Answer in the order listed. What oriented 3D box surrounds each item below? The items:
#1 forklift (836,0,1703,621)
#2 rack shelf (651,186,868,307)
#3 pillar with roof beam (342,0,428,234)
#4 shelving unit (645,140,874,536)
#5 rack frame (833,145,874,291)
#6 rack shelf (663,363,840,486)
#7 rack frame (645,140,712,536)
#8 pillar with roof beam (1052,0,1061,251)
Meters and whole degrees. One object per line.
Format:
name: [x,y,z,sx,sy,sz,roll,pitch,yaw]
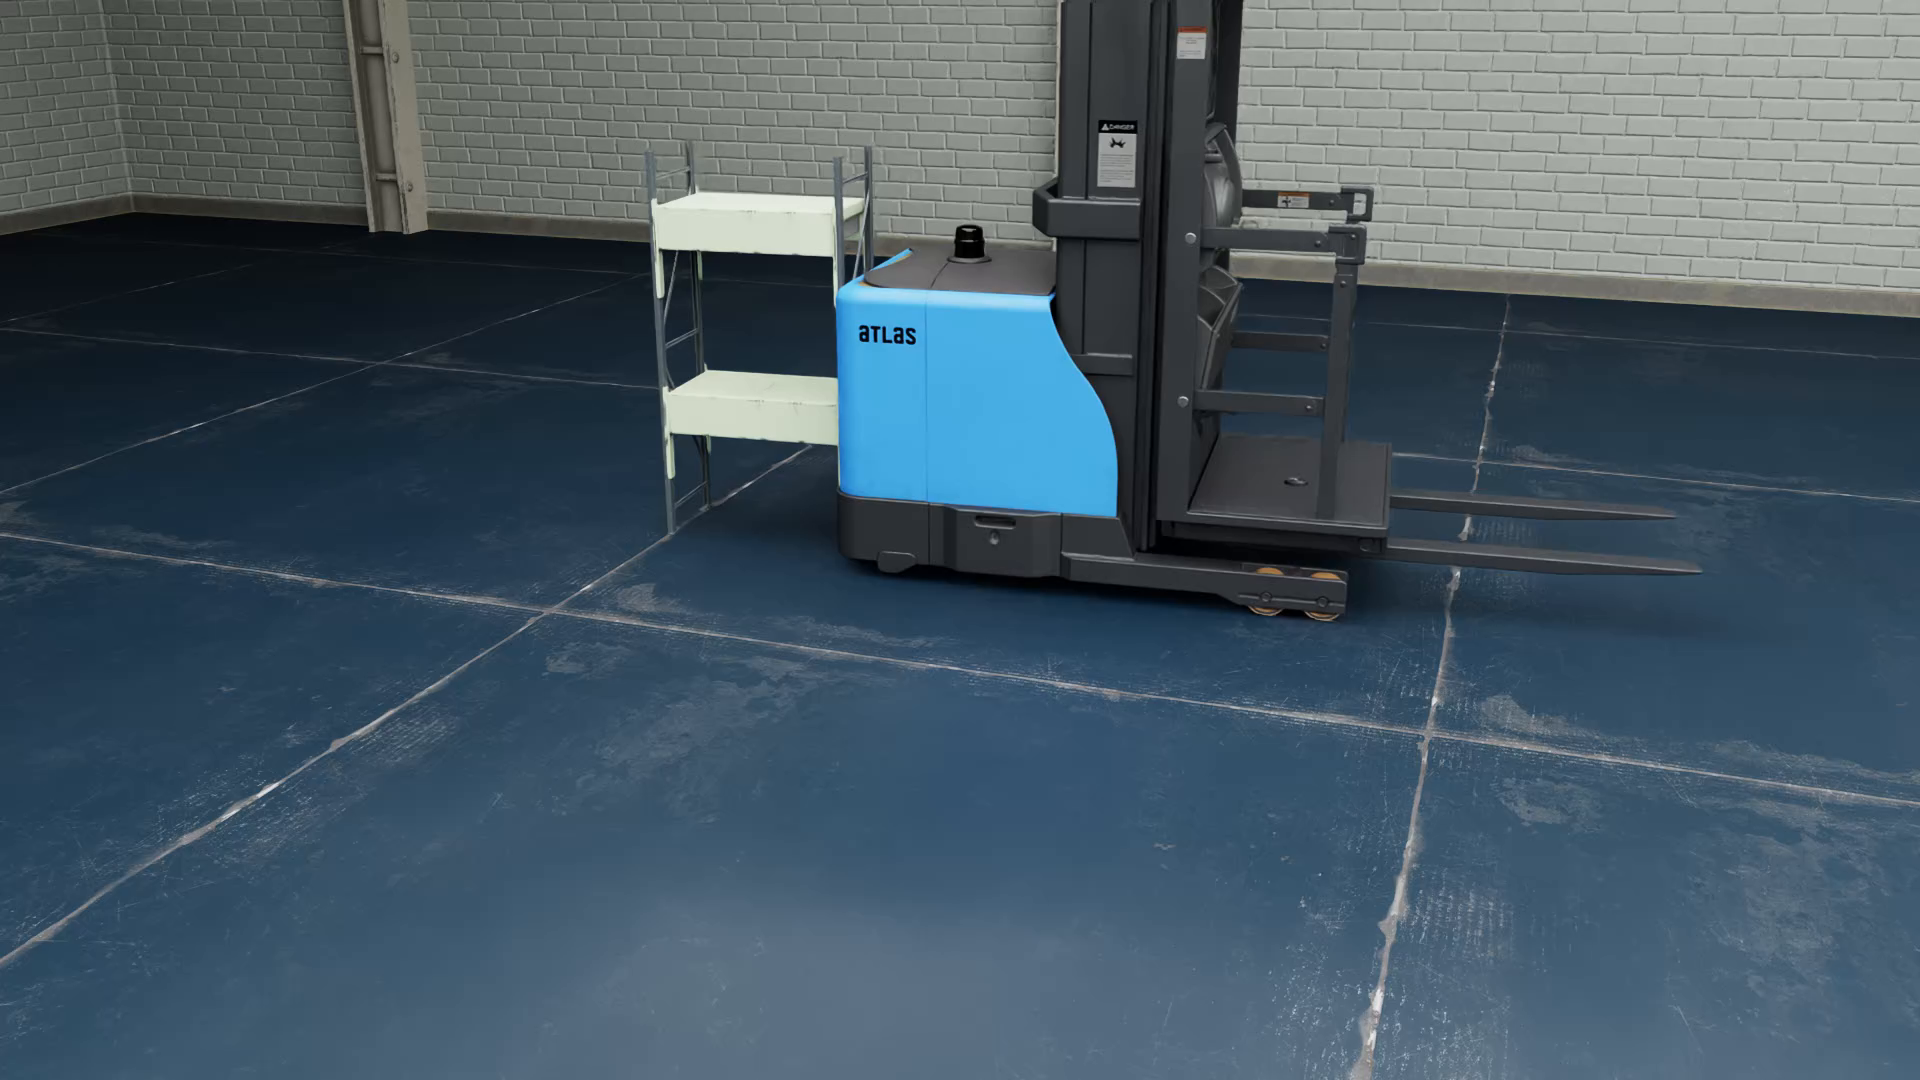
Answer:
forklift: [1.116,-1.296,5.842,3.031,2.935,1.130,5,20,14]
rack shelf: [-0.749,-1.129,6.350,0.720,0.370,0.431,5,20,14]
pillar with roof beam: [-6.170,-5.540,8.799,0.400,9.000,9.100,7,20,18]
shelving unit: [-0.749,-0.760,6.478,0.755,1.500,0.431,5,20,14]
rack frame: [-0.395,-0.730,6.392,0.023,1.500,0.400,5,20,14]
rack shelf: [-0.749,-0.452,6.585,0.720,0.370,0.431,5,20,14]
rack frame: [-1.104,-0.790,6.564,0.023,1.500,0.400,5,20,14]
pillar with roof beam: [-0.502,-4.892,6.940,0.400,9.000,9.100,7,20,18]
